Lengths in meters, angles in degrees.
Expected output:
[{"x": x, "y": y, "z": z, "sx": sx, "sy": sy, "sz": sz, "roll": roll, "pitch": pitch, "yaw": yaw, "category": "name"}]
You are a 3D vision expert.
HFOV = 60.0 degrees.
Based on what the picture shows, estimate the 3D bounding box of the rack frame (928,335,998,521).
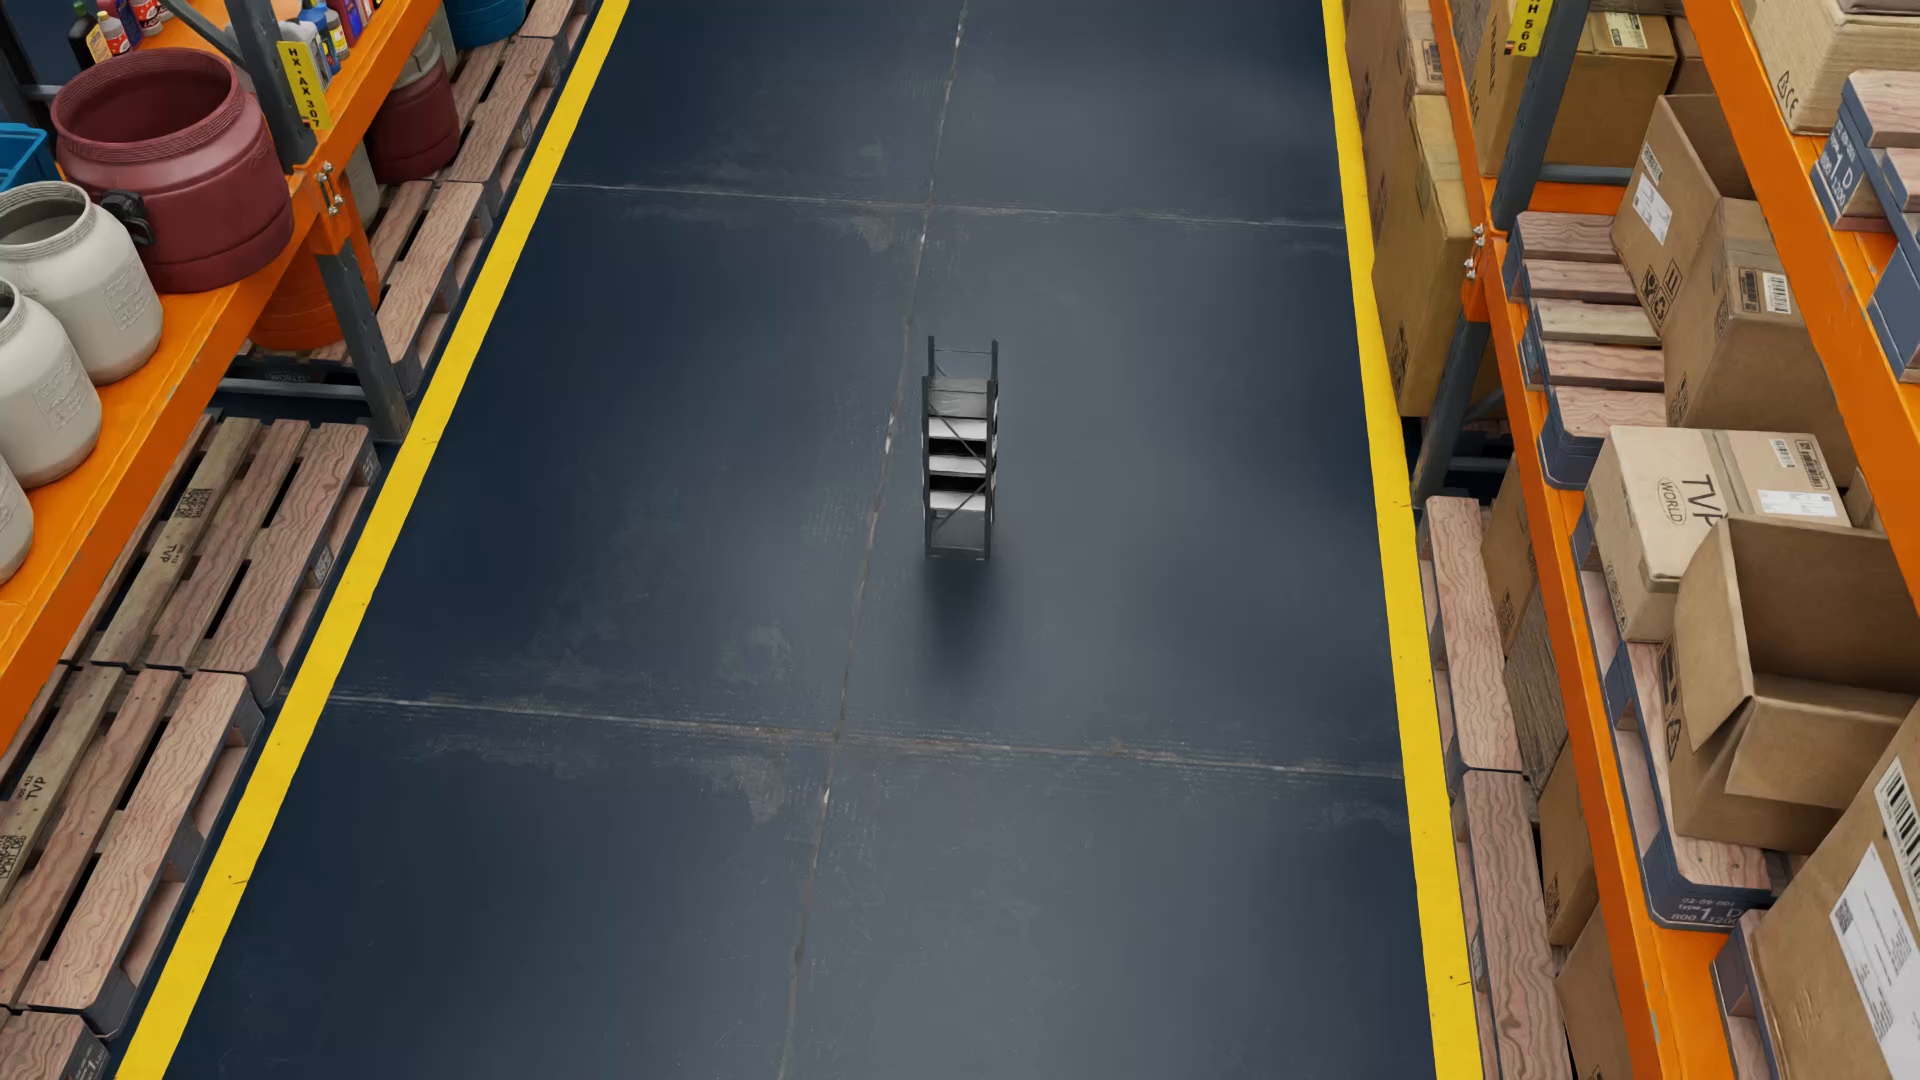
[{"x": 0.010, "y": -0.384, "z": 5.992, "sx": 0.240, "sy": 0.900, "sz": 0.006, "roll": 4, "pitch": 48, "yaw": 4, "category": "rack frame"}]

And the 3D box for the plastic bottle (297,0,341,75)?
[{"x": -2.303, "y": -1.805, "z": 5.955, "sx": 0.097, "sy": 0.271, "sz": 0.097, "roll": 0, "pitch": 48, "yaw": 0, "category": "plastic bottle"}]

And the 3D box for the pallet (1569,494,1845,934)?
[{"x": 2.091, "y": 0.387, "z": 3.994, "sx": 1.003, "sy": 0.211, "sz": 1.213, "roll": 4, "pitch": 48, "yaw": 4, "category": "pallet"}]

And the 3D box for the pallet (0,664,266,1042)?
[{"x": -2.925, "y": 0.933, "z": 5.253, "sx": 1.003, "sy": 0.211, "sz": 1.213, "roll": 4, "pitch": 48, "yaw": 4, "category": "pallet"}]

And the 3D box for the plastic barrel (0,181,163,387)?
[{"x": -2.583, "y": -0.736, "z": 4.815, "sx": 0.421, "sy": 0.512, "sz": 0.421, "roll": 0, "pitch": 48, "yaw": 0, "category": "plastic barrel"}]

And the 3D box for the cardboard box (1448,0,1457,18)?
[{"x": 2.124, "y": -2.296, "z": 6.250, "sx": 0.500, "sy": 0.500, "sz": 0.500, "roll": 2, "pitch": 48, "yaw": 2, "category": "cardboard box"}]

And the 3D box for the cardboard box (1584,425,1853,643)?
[{"x": 1.849, "y": -0.011, "z": 4.044, "sx": 0.500, "sy": 0.250, "sz": 0.500, "roll": 3, "pitch": 48, "yaw": 2, "category": "cardboard box"}]

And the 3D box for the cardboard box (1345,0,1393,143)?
[{"x": 2.476, "y": -2.371, "z": 7.541, "sx": 1.225, "sy": 0.875, "sz": 0.875, "roll": 2, "pitch": 48, "yaw": 2, "category": "cardboard box"}]

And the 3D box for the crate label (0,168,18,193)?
[{"x": -3.062, "y": -0.769, "z": 4.896, "sx": 0.502, "sy": 0.435, "sz": 0.616, "roll": 4, "pitch": 48, "yaw": 4, "category": "crate label"}]

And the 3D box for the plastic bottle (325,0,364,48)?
[{"x": -2.265, "y": -1.964, "z": 6.093, "sx": 0.061, "sy": 0.283, "sz": 0.133, "roll": 4, "pitch": 48, "yaw": 4, "category": "plastic bottle"}]

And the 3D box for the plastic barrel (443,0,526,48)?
[{"x": -2.468, "y": -2.923, "z": 8.028, "sx": 0.600, "sy": 0.901, "sz": 0.708, "roll": 4, "pitch": 48, "yaw": 4, "category": "plastic barrel"}]

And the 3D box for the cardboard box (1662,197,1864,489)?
[{"x": 2.270, "y": -0.495, "z": 4.317, "sx": 0.700, "sy": 0.500, "sz": 0.500, "roll": 10, "pitch": 48, "yaw": 9, "category": "cardboard box"}]

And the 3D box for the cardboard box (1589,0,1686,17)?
[{"x": 2.313, "y": -2.044, "z": 5.339, "sx": 0.797, "sy": 0.503, "sz": 0.637, "roll": 5, "pitch": 48, "yaw": 5, "category": "cardboard box"}]

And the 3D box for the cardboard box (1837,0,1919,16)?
[{"x": 1.843, "y": -1.280, "z": 2.948, "sx": 0.500, "sy": 0.500, "sz": 0.500, "roll": 3, "pitch": 48, "yaw": 2, "category": "cardboard box"}]

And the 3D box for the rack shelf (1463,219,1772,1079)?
[{"x": 2.048, "y": 0.577, "z": 4.177, "sx": 1.077, "sy": 0.370, "sz": 4.000, "roll": 4, "pitch": 48, "yaw": 4, "category": "rack shelf"}]

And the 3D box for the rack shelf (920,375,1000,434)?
[{"x": 0.001, "y": -0.469, "z": 5.749, "sx": 0.258, "sy": 0.077, "sz": 0.200, "roll": 4, "pitch": 48, "yaw": 4, "category": "rack shelf"}]

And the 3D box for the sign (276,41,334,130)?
[{"x": -2.153, "y": -1.492, "z": 5.471, "sx": 0.100, "sy": 0.325, "sz": 0.005, "roll": 4, "pitch": 48, "yaw": 4, "category": "sign"}]

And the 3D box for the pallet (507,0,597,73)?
[{"x": -2.449, "y": -2.903, "z": 8.762, "sx": 1.003, "sy": 0.211, "sz": 1.213, "roll": 4, "pitch": 48, "yaw": 4, "category": "pallet"}]

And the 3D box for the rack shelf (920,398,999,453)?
[{"x": 0.001, "y": -0.409, "z": 5.815, "sx": 0.258, "sy": 0.077, "sz": 0.200, "roll": 4, "pitch": 48, "yaw": 4, "category": "rack shelf"}]

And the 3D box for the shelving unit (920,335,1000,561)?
[{"x": 0.001, "y": -0.310, "z": 5.923, "sx": 0.258, "sy": 0.900, "sz": 0.210, "roll": 4, "pitch": 48, "yaw": 4, "category": "shelving unit"}]

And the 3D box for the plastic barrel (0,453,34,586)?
[{"x": -2.655, "y": -0.121, "z": 4.235, "sx": 0.433, "sy": 0.535, "sz": 0.433, "roll": 0, "pitch": 48, "yaw": 0, "category": "plastic barrel"}]

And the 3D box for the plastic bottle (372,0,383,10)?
[{"x": -2.241, "y": -2.161, "z": 6.273, "sx": 0.061, "sy": 0.283, "sz": 0.133, "roll": 4, "pitch": 48, "yaw": 4, "category": "plastic bottle"}]

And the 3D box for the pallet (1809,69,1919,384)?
[{"x": 2.120, "y": -0.354, "z": 2.635, "sx": 1.213, "sy": 0.211, "sz": 1.003, "roll": 4, "pitch": 48, "yaw": 4, "category": "pallet"}]

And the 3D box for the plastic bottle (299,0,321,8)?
[{"x": -2.424, "y": -2.033, "z": 6.211, "sx": 0.097, "sy": 0.201, "sz": 0.097, "roll": 0, "pitch": 48, "yaw": 0, "category": "plastic bottle"}]

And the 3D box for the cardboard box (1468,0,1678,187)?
[{"x": 2.029, "y": -1.549, "z": 5.566, "sx": 0.500, "sy": 0.500, "sz": 0.500, "roll": 5, "pitch": 48, "yaw": 5, "category": "cardboard box"}]

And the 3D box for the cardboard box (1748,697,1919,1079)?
[{"x": 2.078, "y": 0.885, "z": 2.716, "sx": 1.000, "sy": 1.000, "sz": 1.000, "roll": 4, "pitch": 48, "yaw": 4, "category": "cardboard box"}]

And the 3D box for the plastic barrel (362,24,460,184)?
[{"x": -2.571, "y": -1.987, "z": 7.384, "sx": 0.600, "sy": 0.588, "sz": 0.708, "roll": 4, "pitch": 48, "yaw": 4, "category": "plastic barrel"}]

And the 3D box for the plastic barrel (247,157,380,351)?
[{"x": -2.674, "y": -1.239, "z": 6.536, "sx": 0.600, "sy": 0.830, "sz": 0.708, "roll": 4, "pitch": 48, "yaw": 4, "category": "plastic barrel"}]

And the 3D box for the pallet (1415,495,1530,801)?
[{"x": 2.158, "y": 0.380, "z": 5.760, "sx": 1.003, "sy": 0.211, "sz": 1.213, "roll": 4, "pitch": 48, "yaw": 4, "category": "pallet"}]

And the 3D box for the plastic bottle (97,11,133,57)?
[{"x": -3.061, "y": -1.811, "z": 6.008, "sx": 0.097, "sy": 0.201, "sz": 0.097, "roll": 0, "pitch": 48, "yaw": 0, "category": "plastic bottle"}]

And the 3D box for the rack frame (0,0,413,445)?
[{"x": -2.702, "y": -1.469, "z": 5.560, "sx": 1.000, "sy": 3.000, "sz": 0.127, "roll": 4, "pitch": 48, "yaw": 4, "category": "rack frame"}]

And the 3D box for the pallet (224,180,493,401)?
[{"x": -2.671, "y": -1.110, "z": 7.122, "sx": 1.003, "sy": 0.211, "sz": 1.213, "roll": 4, "pitch": 48, "yaw": 4, "category": "pallet"}]

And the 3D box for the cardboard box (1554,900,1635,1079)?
[{"x": 2.056, "y": 1.289, "z": 4.434, "sx": 0.700, "sy": 0.500, "sz": 0.500, "roll": 0, "pitch": 48, "yaw": 0, "category": "cardboard box"}]

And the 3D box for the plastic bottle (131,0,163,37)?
[{"x": -3.040, "y": -1.981, "z": 6.163, "sx": 0.097, "sy": 0.201, "sz": 0.097, "roll": 0, "pitch": 48, "yaw": 0, "category": "plastic bottle"}]

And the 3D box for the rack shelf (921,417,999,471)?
[{"x": 0.001, "y": -0.348, "z": 5.882, "sx": 0.258, "sy": 0.077, "sz": 0.200, "roll": 4, "pitch": 48, "yaw": 4, "category": "rack shelf"}]

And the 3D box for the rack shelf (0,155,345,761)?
[{"x": -2.884, "y": 0.244, "z": 4.482, "sx": 1.077, "sy": 0.370, "sz": 4.000, "roll": 4, "pitch": 48, "yaw": 4, "category": "rack shelf"}]

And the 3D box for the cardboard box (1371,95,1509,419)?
[{"x": 2.314, "y": -1.066, "z": 6.347, "sx": 1.225, "sy": 0.875, "sz": 0.875, "roll": 2, "pitch": 48, "yaw": 2, "category": "cardboard box"}]

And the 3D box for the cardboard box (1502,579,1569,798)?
[{"x": 2.152, "y": 0.462, "z": 5.191, "sx": 0.700, "sy": 0.500, "sz": 0.500, "roll": 0, "pitch": 48, "yaw": 0, "category": "cardboard box"}]
